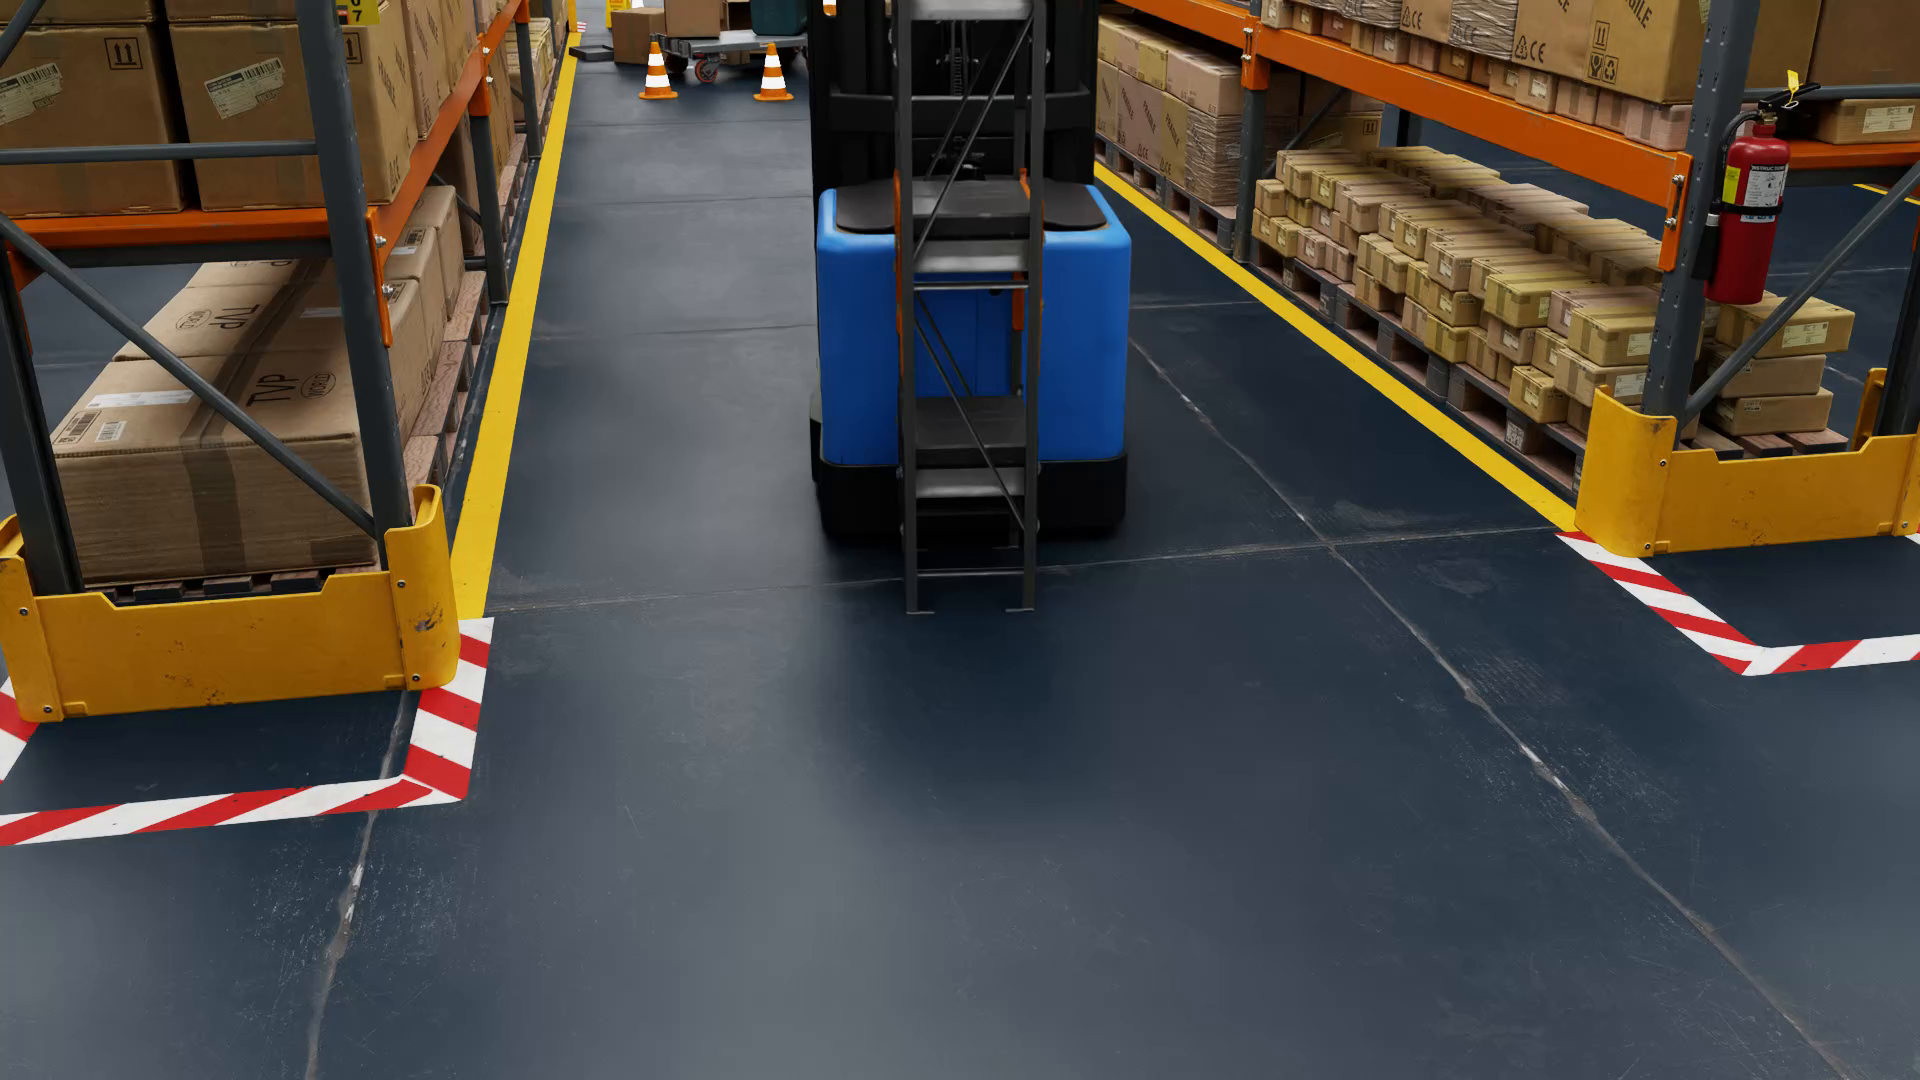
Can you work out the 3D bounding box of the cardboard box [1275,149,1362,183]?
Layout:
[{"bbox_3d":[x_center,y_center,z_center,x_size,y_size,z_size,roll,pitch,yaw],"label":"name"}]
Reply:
[{"bbox_3d":[1.897,-1.972,8.811,0.380,0.149,0.250,-3,24,-8],"label":"cardboard box"}]

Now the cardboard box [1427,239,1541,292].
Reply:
[{"bbox_3d":[2.177,-1.142,6.912,0.380,0.149,0.250,-3,24,-8],"label":"cardboard box"}]

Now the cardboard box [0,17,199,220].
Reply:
[{"bbox_3d":[-2.419,-1.201,4.626,0.500,0.500,0.500,-4,24,-9],"label":"cardboard box"}]

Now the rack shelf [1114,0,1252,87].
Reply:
[{"bbox_3d":[1.667,-3.421,10.734,1.077,0.370,4.000,-4,24,-10],"label":"rack shelf"}]

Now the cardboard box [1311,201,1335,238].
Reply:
[{"bbox_3d":[2.005,-1.634,8.409,0.380,0.149,0.250,-4,24,-10],"label":"cardboard box"}]

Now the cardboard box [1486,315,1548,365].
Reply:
[{"bbox_3d":[2.301,-0.804,6.508,0.380,0.149,0.250,-5,24,-12],"label":"cardboard box"}]

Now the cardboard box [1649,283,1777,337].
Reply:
[{"bbox_3d":[2.844,-0.880,6.311,0.380,0.149,0.250,-4,24,-9],"label":"cardboard box"}]

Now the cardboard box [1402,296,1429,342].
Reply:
[{"bbox_3d":[2.165,-0.973,7.267,0.380,0.149,0.250,-4,24,-9],"label":"cardboard box"}]

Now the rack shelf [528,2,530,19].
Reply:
[{"bbox_3d":[-3.919,-4.588,13.407,1.077,0.370,4.000,-4,24,-10],"label":"rack shelf"}]

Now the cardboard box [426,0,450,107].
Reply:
[{"bbox_3d":[-2.182,-1.835,6.078,0.500,0.500,0.500,-4,24,-8],"label":"cardboard box"}]

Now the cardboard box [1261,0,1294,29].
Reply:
[{"bbox_3d":[1.768,-2.713,8.529,0.380,0.149,0.250,-3,24,-8],"label":"cardboard box"}]

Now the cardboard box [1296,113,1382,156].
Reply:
[{"bbox_3d":[2.161,-2.321,9.916,0.500,0.500,0.500,-3,24,-8],"label":"cardboard box"}]

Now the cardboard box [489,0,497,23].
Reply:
[{"bbox_3d":[-2.728,-2.885,8.796,0.500,0.250,0.500,-5,24,-11],"label":"cardboard box"}]

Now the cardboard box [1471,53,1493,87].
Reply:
[{"bbox_3d":[2.287,-1.896,6.657,0.380,0.149,0.250,-5,24,-12],"label":"cardboard box"}]

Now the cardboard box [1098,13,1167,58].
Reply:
[{"bbox_3d":[1.187,-3.639,11.995,0.500,0.250,0.500,-5,24,-12],"label":"cardboard box"}]

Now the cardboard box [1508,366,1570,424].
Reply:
[{"bbox_3d":[2.327,-0.562,6.326,0.380,0.149,0.250,-4,24,-8],"label":"cardboard box"}]

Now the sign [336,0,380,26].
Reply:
[{"bbox_3d":[-1.523,-1.456,4.156,0.100,0.325,0.005,-4,24,-10],"label":"sign"}]

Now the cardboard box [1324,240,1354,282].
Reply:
[{"bbox_3d":[2.031,-1.388,8.218,0.380,0.149,0.250,-5,24,-11],"label":"cardboard box"}]

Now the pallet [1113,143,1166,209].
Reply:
[{"bbox_3d":[1.662,-2.473,11.149,1.003,0.211,1.213,-4,24,-10],"label":"pallet"}]

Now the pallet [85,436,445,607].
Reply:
[{"bbox_3d":[-2.294,-0.015,5.522,1.003,0.211,1.213,-4,24,-10],"label":"pallet"}]

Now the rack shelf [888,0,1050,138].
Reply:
[{"bbox_3d":[0.016,-1.456,4.746,0.431,0.518,0.480,-2,24,-3],"label":"rack shelf"}]

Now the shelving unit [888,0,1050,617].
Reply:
[{"bbox_3d":[0.016,-0.827,5.020,0.431,2.100,0.503,-2,24,-3],"label":"shelving unit"}]

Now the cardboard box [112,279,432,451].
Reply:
[{"bbox_3d":[-2.467,-0.614,6.086,0.875,0.438,0.875,-4,24,-8],"label":"cardboard box"}]

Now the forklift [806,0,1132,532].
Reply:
[{"bbox_3d":[-0.044,-1.918,6.480,1.130,2.935,3.031,-2,24,-3],"label":"forklift"}]

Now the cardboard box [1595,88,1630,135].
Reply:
[{"bbox_3d":[2.429,-1.483,5.713,0.380,0.149,0.250,-4,24,-10],"label":"cardboard box"}]

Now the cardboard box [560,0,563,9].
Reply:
[{"bbox_3d":[-4.337,-5.646,16.905,0.500,0.500,0.500,-3,24,-7],"label":"cardboard box"}]

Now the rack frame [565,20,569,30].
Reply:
[{"bbox_3d":[-5.028,-7.278,18.666,1.000,3.000,0.127,-4,24,-10],"label":"rack frame"}]

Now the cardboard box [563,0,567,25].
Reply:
[{"bbox_3d":[-4.526,-5.708,17.982,0.500,0.250,0.500,-4,24,-10],"label":"cardboard box"}]

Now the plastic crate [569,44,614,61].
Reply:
[{"bbox_3d":[-3.773,-5.045,17.201,0.402,0.080,0.583,-13,27,-28],"label":"plastic crate"}]

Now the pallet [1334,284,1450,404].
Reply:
[{"bbox_3d":[2.425,-0.944,7.647,1.003,0.211,1.213,-4,24,-10],"label":"pallet"}]

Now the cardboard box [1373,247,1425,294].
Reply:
[{"bbox_3d":[2.085,-1.215,7.450,0.380,0.149,0.250,-4,24,-9],"label":"cardboard box"}]

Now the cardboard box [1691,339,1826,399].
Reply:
[{"bbox_3d":[2.932,-0.638,6.129,0.380,0.149,0.250,-3,24,-8],"label":"cardboard box"}]

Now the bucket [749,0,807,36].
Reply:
[{"bbox_3d":[-1.733,-5.190,16.076,0.726,0.611,0.620,4,34,9],"label":"bucket"}]

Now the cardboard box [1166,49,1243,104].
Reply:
[{"bbox_3d":[1.569,-2.832,10.148,0.500,0.250,0.500,-3,24,-7],"label":"cardboard box"}]

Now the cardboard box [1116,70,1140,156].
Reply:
[{"bbox_3d":[1.373,-2.888,11.214,0.500,0.500,0.500,-5,24,-11],"label":"cardboard box"}]

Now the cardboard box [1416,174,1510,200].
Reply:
[{"bbox_3d":[2.469,-1.699,8.187,0.380,0.149,0.250,-4,24,-8],"label":"cardboard box"}]

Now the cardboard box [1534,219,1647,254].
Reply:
[{"bbox_3d":[2.751,-1.297,7.265,0.380,0.149,0.250,-4,24,-9],"label":"cardboard box"}]

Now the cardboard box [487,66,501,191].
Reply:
[{"bbox_3d":[-3.177,-2.369,9.557,0.875,0.875,0.875,-4,24,-8],"label":"cardboard box"}]

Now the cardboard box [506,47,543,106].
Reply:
[{"bbox_3d":[-3.788,-3.632,13.077,0.950,0.372,0.625,-5,24,-11],"label":"cardboard box"}]

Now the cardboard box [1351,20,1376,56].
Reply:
[{"bbox_3d":[2.016,-2.305,7.593,0.380,0.149,0.250,-4,24,-9],"label":"cardboard box"}]

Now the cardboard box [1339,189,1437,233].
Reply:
[{"bbox_3d":[2.022,-1.556,7.859,0.380,0.149,0.250,-4,24,-9],"label":"cardboard box"}]

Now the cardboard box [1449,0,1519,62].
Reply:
[{"bbox_3d":[2.247,-2.132,6.388,0.500,0.500,0.500,-4,24,-10],"label":"cardboard box"}]

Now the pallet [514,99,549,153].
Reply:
[{"bbox_3d":[-3.692,-3.161,12.724,1.003,0.211,1.213,-4,24,-10],"label":"pallet"}]

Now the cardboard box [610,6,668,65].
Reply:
[{"bbox_3d":[-3.149,-5.082,16.759,0.500,0.500,0.500,13,27,27],"label":"cardboard box"}]

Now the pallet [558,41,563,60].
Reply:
[{"bbox_3d":[-4.676,-5.169,17.322,1.003,0.211,1.213,-4,24,-10],"label":"pallet"}]

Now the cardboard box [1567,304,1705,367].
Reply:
[{"bbox_3d":[2.430,-0.739,5.988,0.380,0.149,0.250,-4,24,-9],"label":"cardboard box"}]

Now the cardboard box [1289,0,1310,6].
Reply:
[{"bbox_3d":[1.881,-2.933,8.221,0.500,0.500,0.500,-5,24,-11],"label":"cardboard box"}]

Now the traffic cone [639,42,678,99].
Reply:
[{"bbox_3d":[-2.683,-4.158,14.692,0.336,0.463,0.334,-4,24,-10],"label":"traffic cone"}]

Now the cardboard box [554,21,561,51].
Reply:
[{"bbox_3d":[-4.132,-4.889,16.107,0.500,0.250,0.500,-5,24,-12],"label":"cardboard box"}]

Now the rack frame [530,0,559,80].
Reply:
[{"bbox_3d":[-4.288,-5.705,15.064,1.000,3.000,0.127,-4,24,-10],"label":"rack frame"}]
